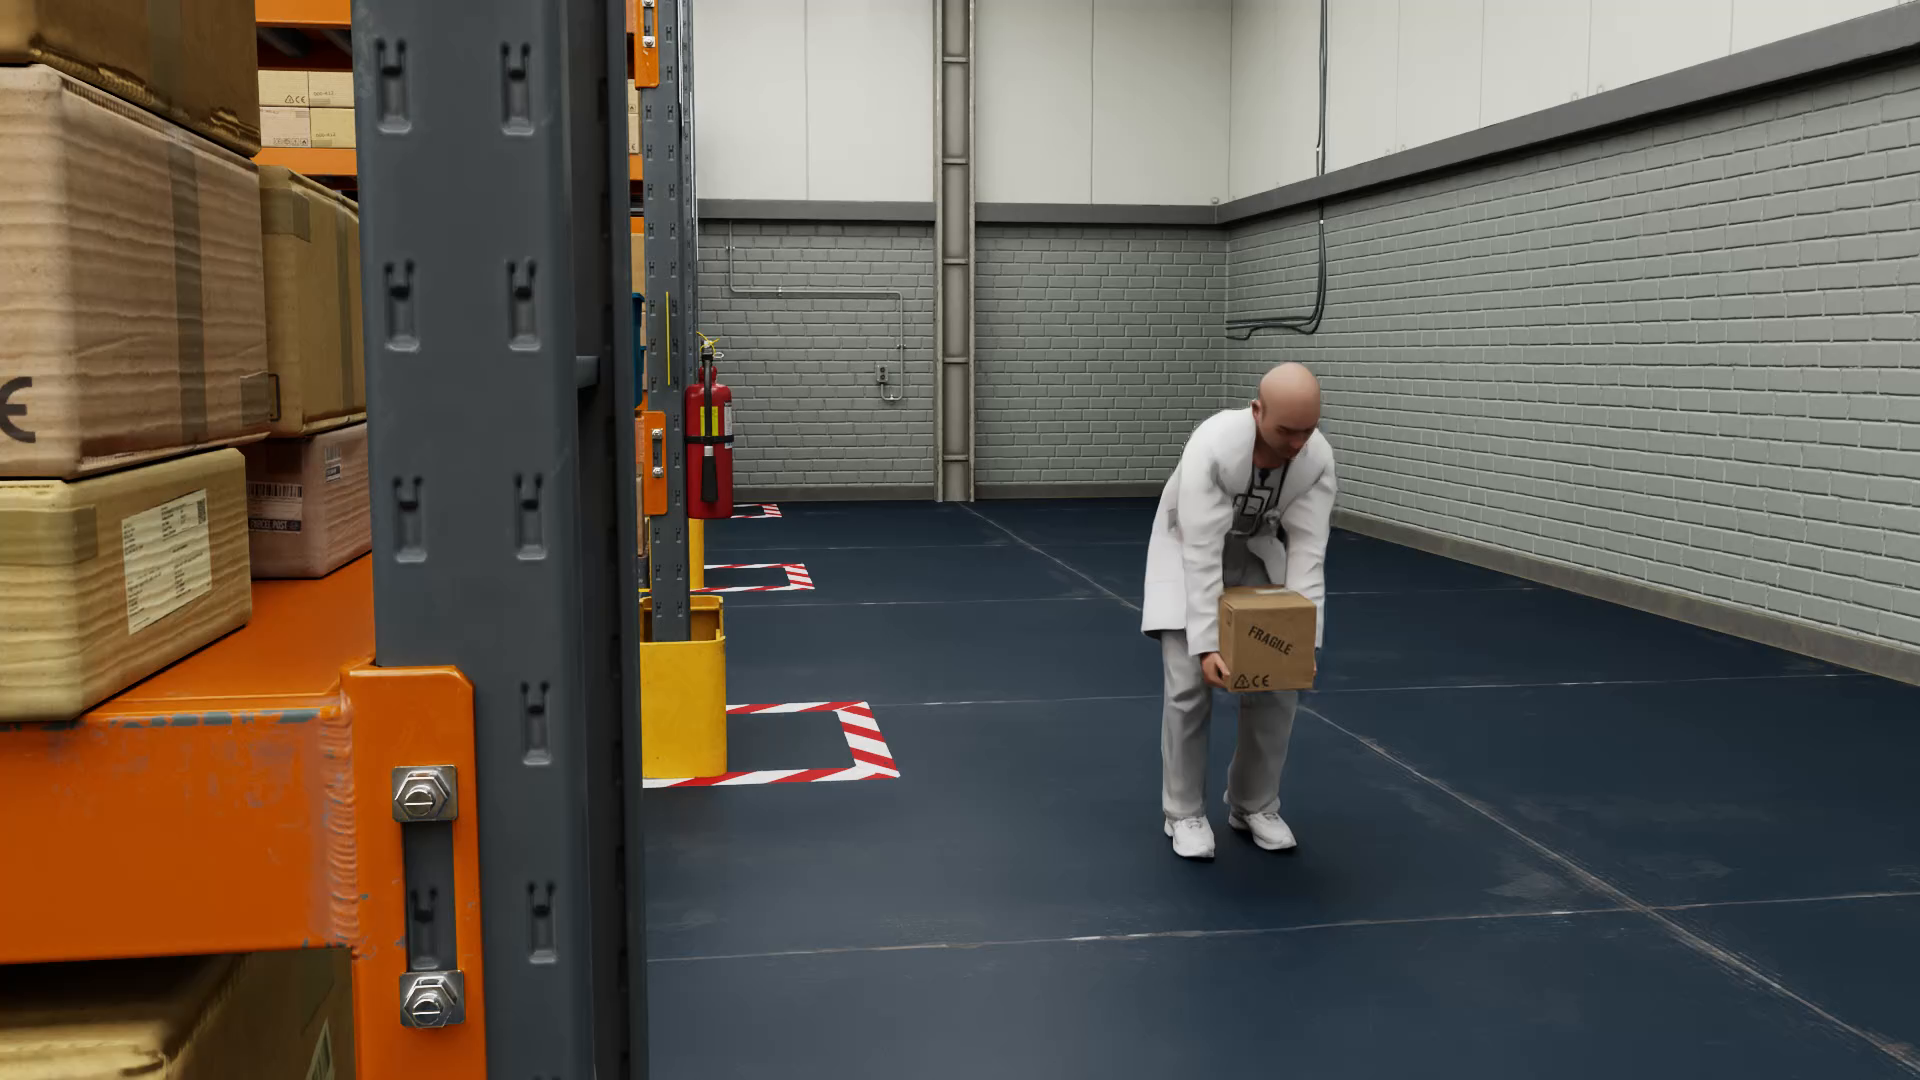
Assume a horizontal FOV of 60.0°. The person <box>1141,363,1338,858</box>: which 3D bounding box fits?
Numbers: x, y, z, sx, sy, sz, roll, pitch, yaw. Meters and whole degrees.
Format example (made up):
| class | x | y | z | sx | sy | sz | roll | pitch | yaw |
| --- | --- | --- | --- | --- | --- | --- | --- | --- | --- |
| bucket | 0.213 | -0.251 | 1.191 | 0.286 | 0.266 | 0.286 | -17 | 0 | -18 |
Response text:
| class | x | y | z | sx | sy | sz | roll | pitch | yaw |
| --- | --- | --- | --- | --- | --- | --- | --- | --- | --- |
| person | 0.855 | 0.224 | 5.011 | 0.546 | 1.507 | 0.815 | -1 | 6 | -10 |
